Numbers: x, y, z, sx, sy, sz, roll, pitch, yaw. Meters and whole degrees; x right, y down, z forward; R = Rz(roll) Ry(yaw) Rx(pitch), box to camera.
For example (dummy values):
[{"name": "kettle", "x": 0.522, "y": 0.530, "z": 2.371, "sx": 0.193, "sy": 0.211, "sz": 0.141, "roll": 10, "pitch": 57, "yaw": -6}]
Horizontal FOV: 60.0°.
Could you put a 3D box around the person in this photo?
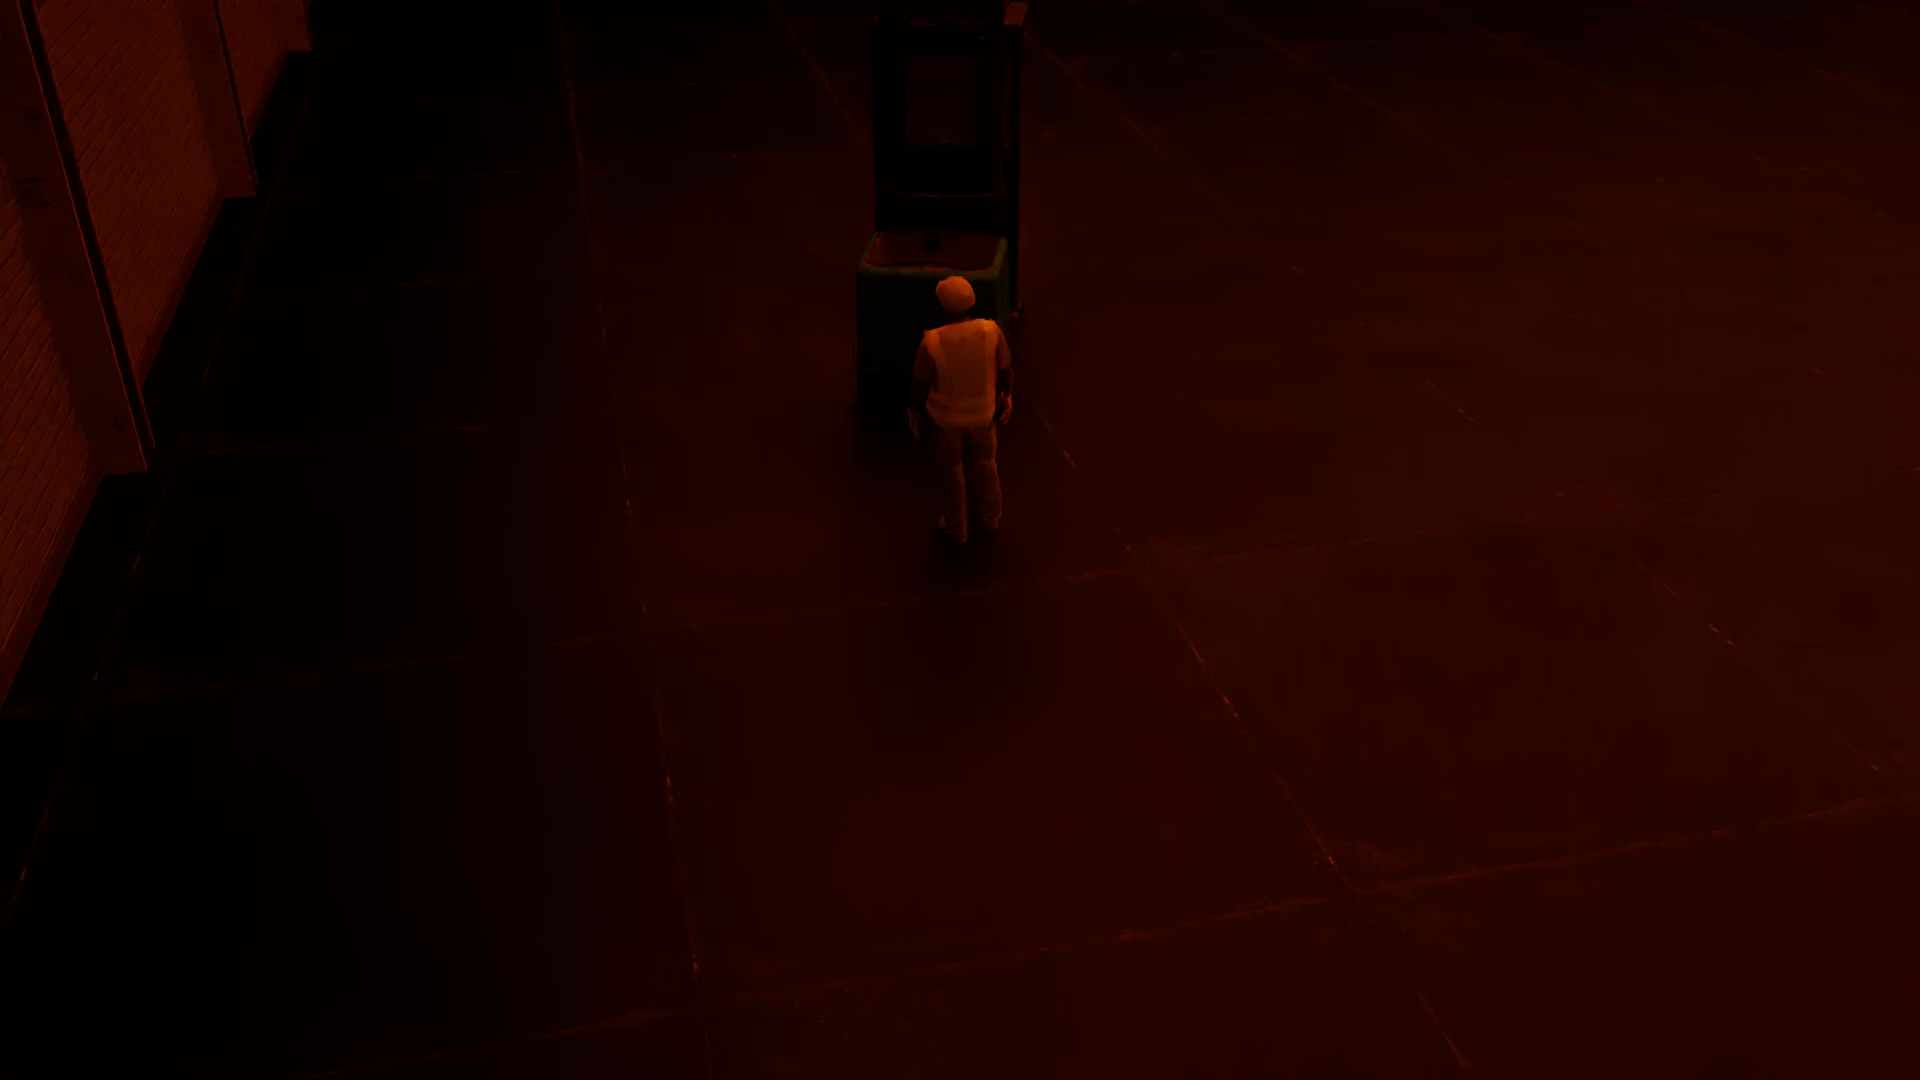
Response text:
[{"name": "person", "x": -0.009, "y": -0.814, "z": 10.112, "sx": 0.655, "sy": 1.782, "sz": 0.576, "roll": -7, "pitch": 31, "yaw": -12}]

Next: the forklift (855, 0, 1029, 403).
[{"name": "forklift", "x": -0.073, "y": -2.951, "z": 12.673, "sx": 1.130, "sy": 2.935, "sz": 3.031, "roll": 3, "pitch": 30, "yaw": 6}]
